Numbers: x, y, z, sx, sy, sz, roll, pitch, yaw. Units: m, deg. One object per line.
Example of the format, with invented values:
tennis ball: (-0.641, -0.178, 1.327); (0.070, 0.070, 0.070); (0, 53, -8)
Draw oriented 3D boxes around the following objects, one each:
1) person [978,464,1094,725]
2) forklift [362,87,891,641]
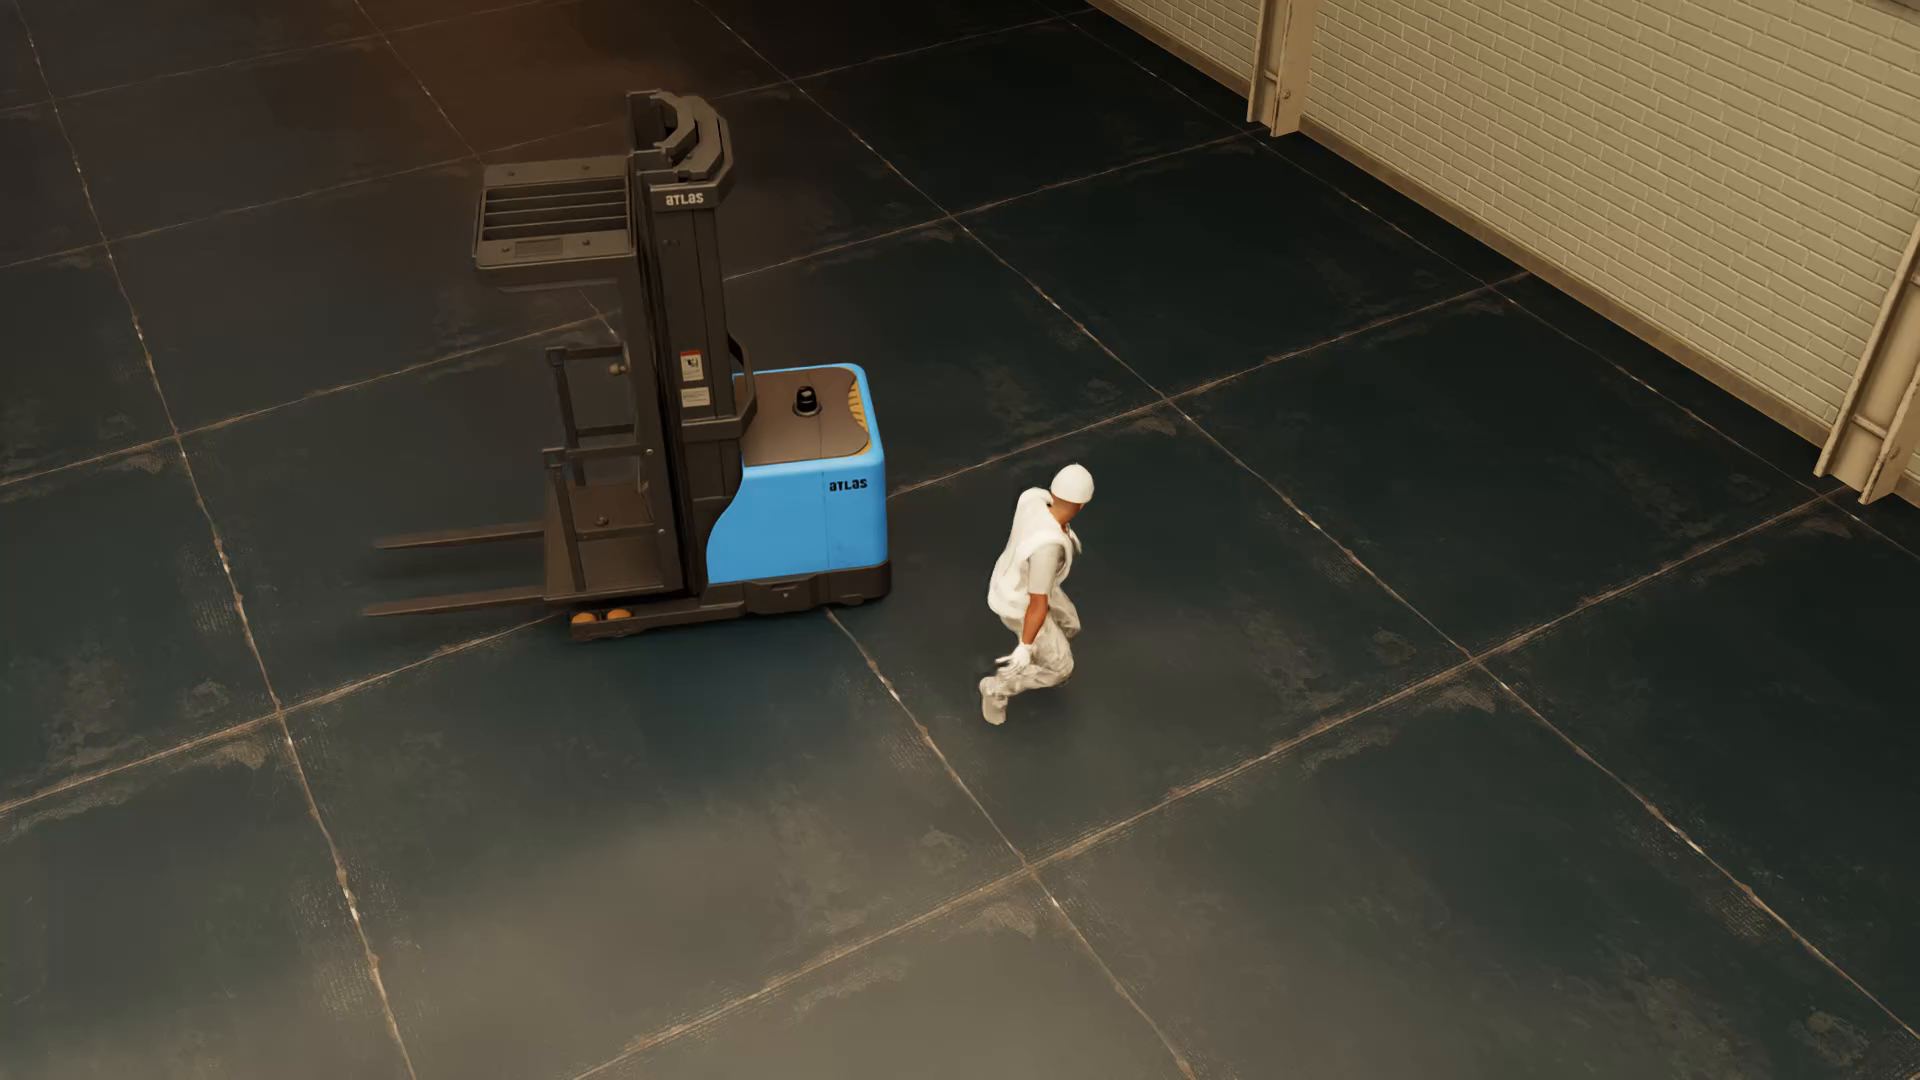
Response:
person: (0.385, 0.315, 8.748); (0.540, 1.625, 1.015); (6, 40, 7)
forklift: (-1.974, -0.907, 9.130); (3.031, 2.935, 1.130); (-6, 40, -8)
